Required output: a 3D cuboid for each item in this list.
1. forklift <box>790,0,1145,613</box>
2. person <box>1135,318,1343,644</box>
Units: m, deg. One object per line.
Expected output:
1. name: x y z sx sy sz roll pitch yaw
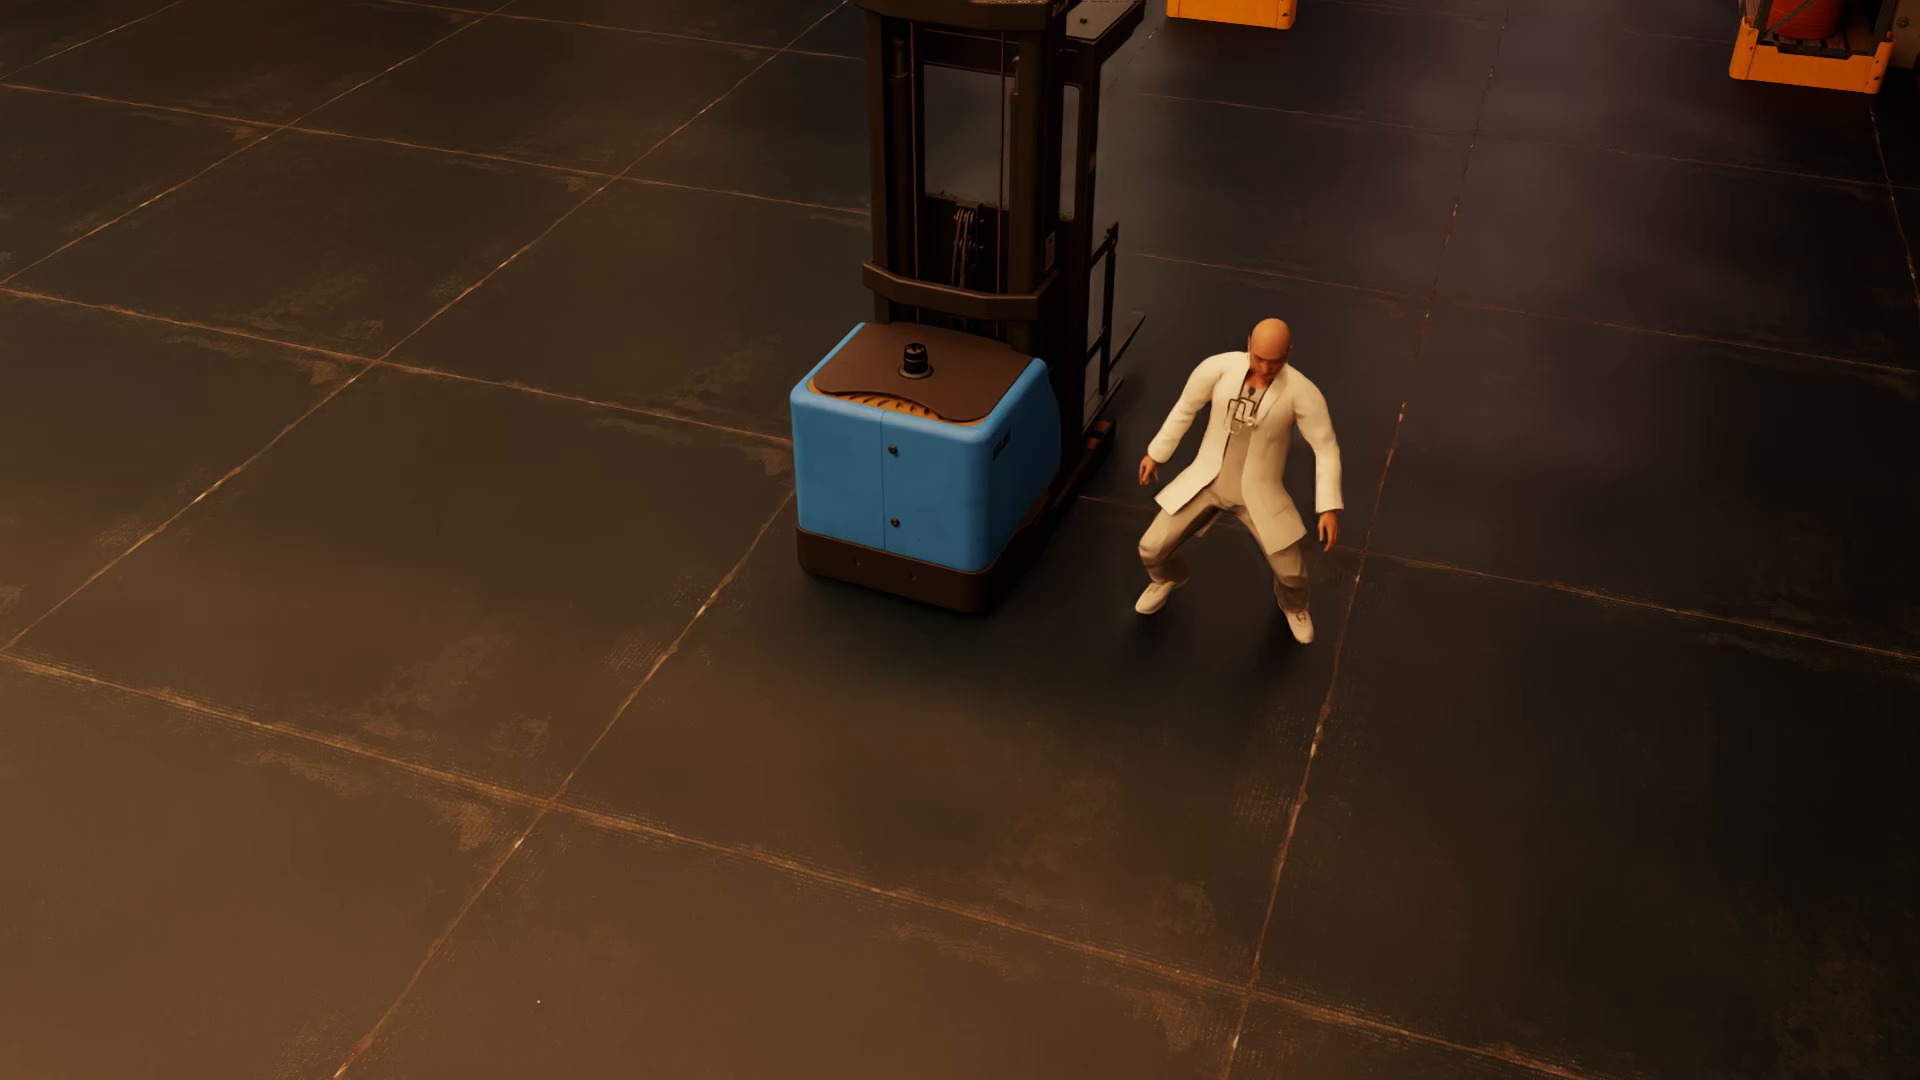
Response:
1. forklift: 0.231 -1.687 8.490 1.130 2.935 3.031 14 38 19
2. person: 1.295 -0.259 7.611 0.991 1.654 0.654 17 39 22
